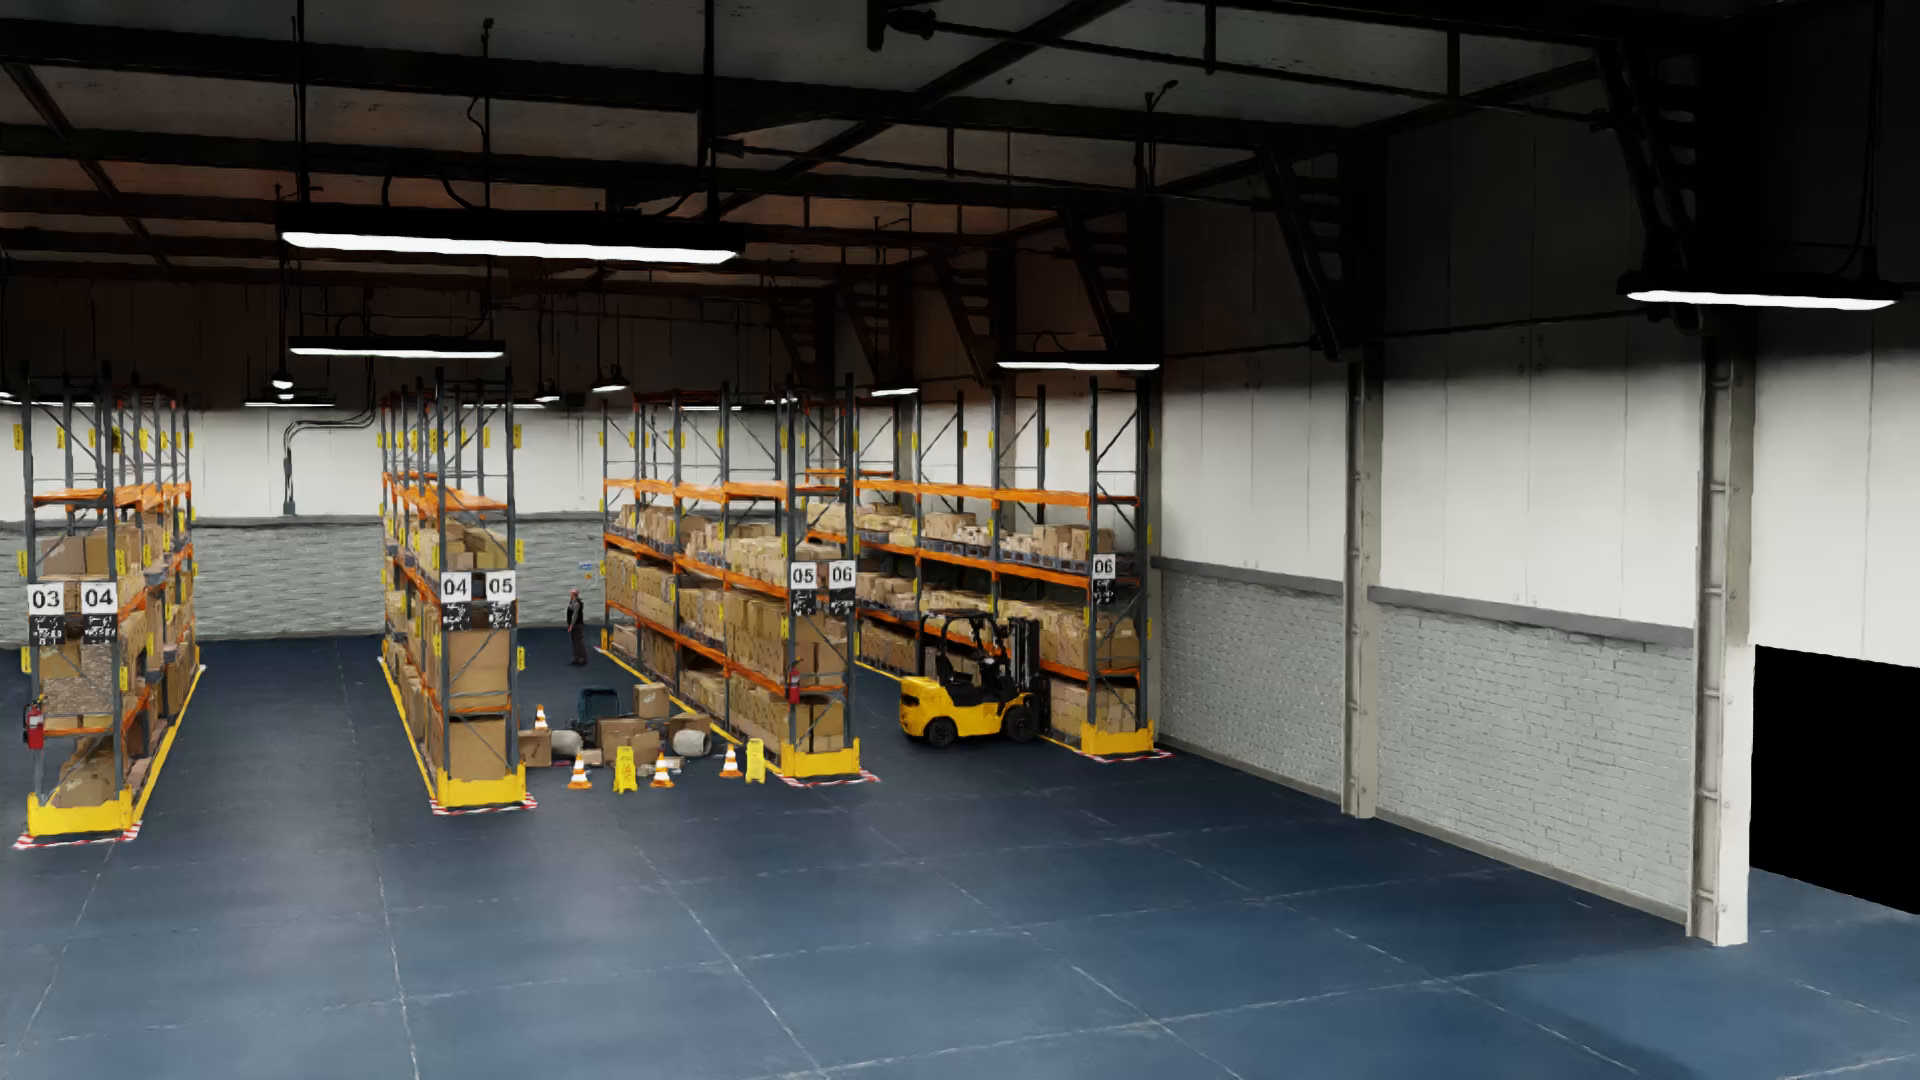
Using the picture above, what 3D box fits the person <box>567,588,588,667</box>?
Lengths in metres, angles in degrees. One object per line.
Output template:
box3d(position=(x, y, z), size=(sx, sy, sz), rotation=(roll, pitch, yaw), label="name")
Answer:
box3d(position=(-8.497, 1.929, 36.871), size=(0.465, 1.749, 0.565), rotation=(-1, 4, -12), label="person")
